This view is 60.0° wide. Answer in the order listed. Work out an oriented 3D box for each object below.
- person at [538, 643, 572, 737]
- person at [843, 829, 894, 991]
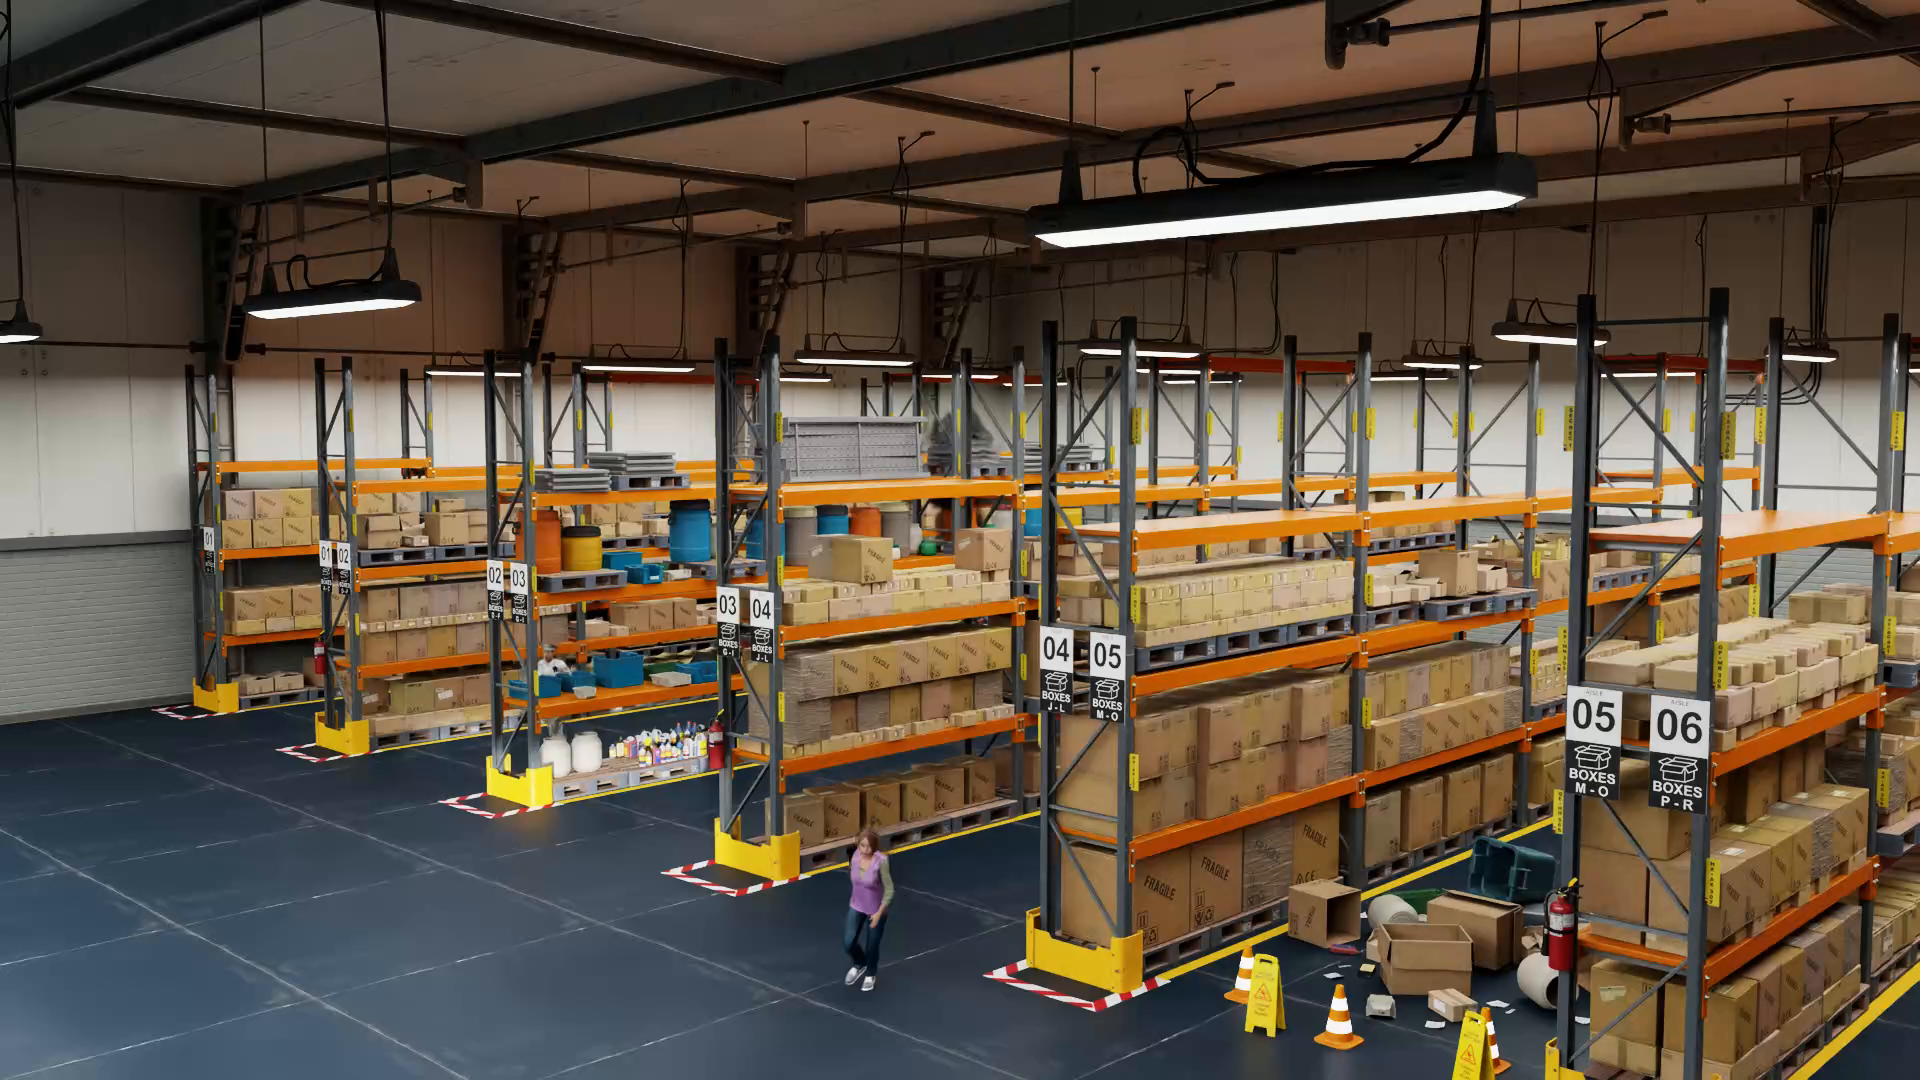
[{"bbox_3d":[-6.287,2.379,25.761,0.614,1.650,0.781,1,4,7],"label":"person"},{"bbox_3d":[-0.799,3.273,14.663,0.516,1.538,0.697,1,5,15],"label":"person"}]
